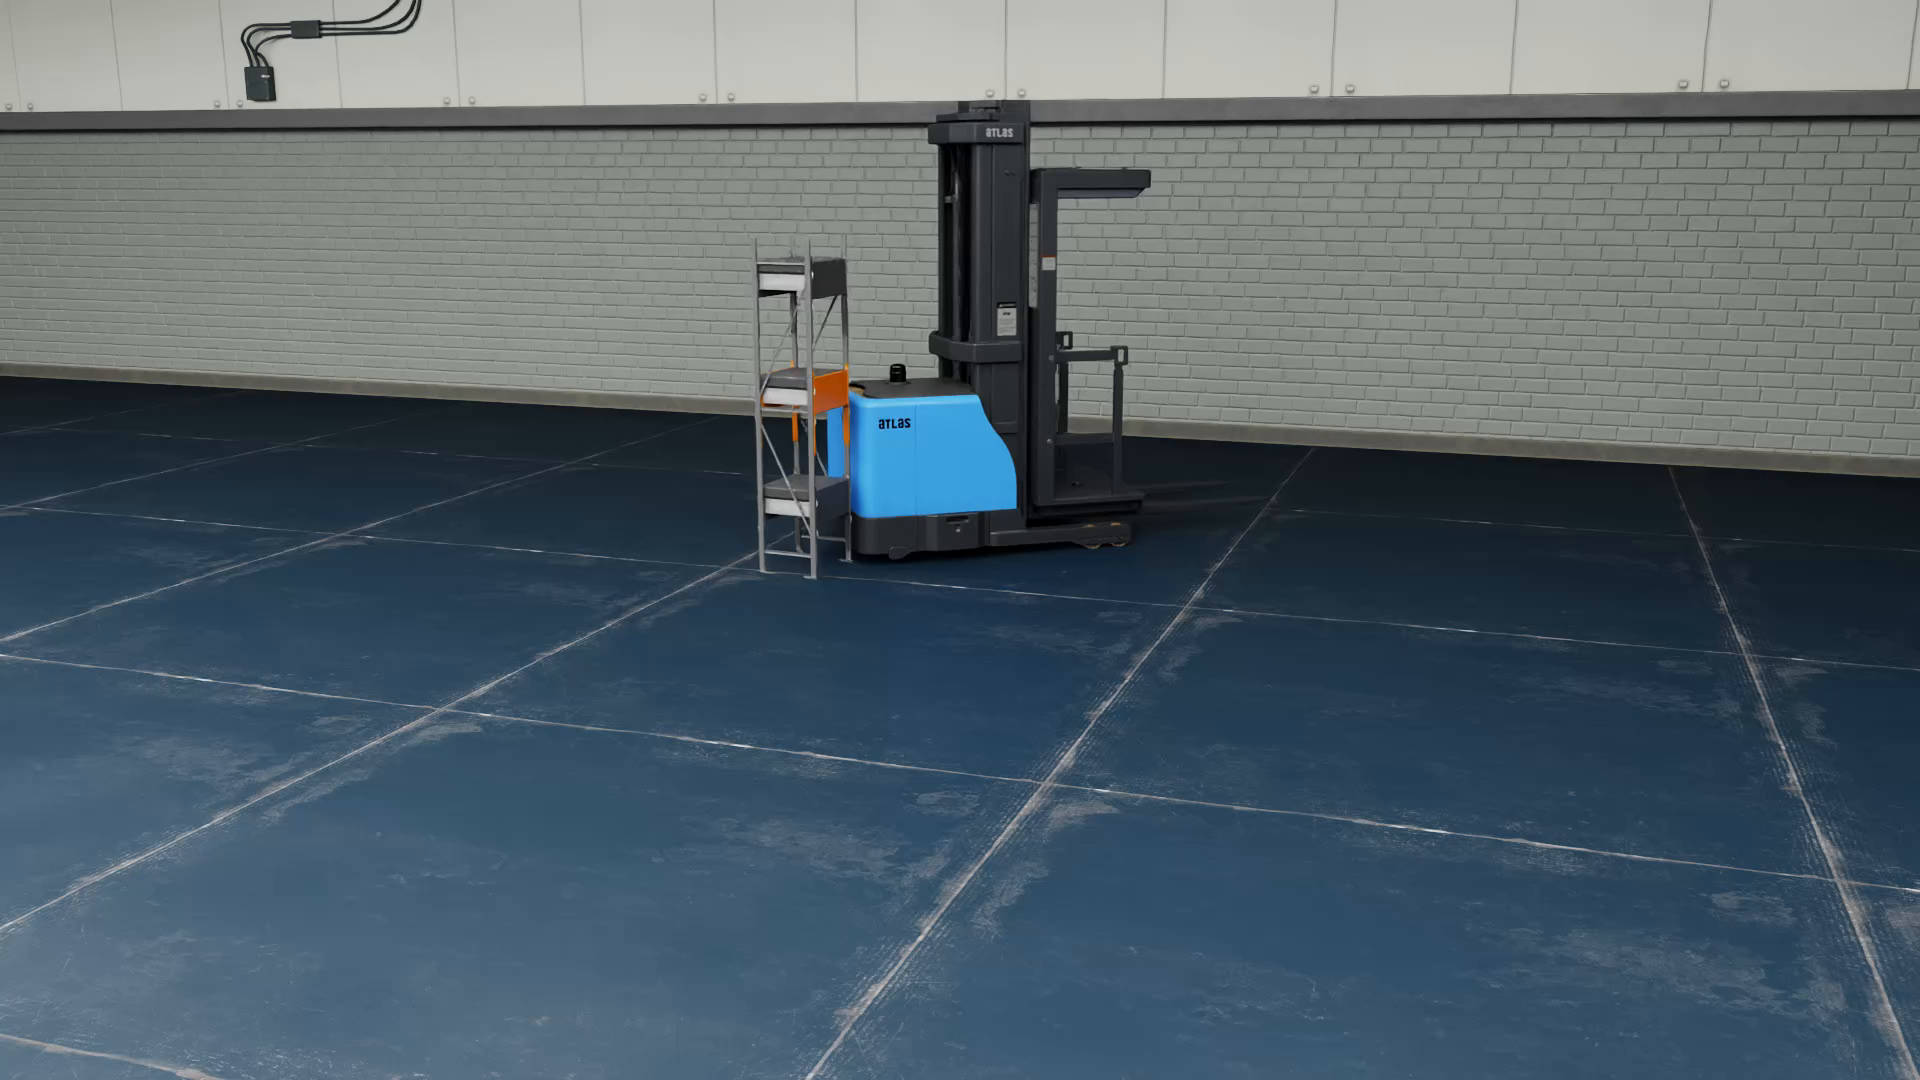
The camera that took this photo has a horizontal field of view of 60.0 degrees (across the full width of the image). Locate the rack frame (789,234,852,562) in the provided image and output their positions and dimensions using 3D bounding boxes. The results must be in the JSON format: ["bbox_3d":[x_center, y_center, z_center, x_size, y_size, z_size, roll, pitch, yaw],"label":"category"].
[{"bbox_3d":[-0.895,-0.897,10.701,0.400,2.100,0.015,5,14,22],"label":"rack frame"}]

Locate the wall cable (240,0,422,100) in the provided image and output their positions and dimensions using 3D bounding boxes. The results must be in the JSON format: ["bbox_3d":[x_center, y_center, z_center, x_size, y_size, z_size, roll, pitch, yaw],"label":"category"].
[{"bbox_3d":[-6.690,-7.657,17.170,2.305,6.003,0.169,4,14,18],"label":"wall cable"}]

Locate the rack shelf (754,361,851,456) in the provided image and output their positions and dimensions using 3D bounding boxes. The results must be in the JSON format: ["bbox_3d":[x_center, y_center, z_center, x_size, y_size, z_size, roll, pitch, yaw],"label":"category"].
[{"bbox_3d":[-0.990,-0.834,10.485,0.431,0.518,0.480,5,14,22],"label":"rack shelf"}]

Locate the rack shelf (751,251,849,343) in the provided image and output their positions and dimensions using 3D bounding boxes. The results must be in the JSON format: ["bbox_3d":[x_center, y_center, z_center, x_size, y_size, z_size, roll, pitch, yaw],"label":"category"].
[{"bbox_3d":[-0.990,-1.517,10.329,0.431,0.518,0.480,5,14,22],"label":"rack shelf"}]

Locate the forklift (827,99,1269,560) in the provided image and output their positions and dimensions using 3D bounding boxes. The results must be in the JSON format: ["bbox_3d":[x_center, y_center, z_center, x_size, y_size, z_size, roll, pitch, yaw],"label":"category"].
[{"bbox_3d":[0.649,-1.473,11.353,3.031,2.935,1.130,-4,13,-17],"label":"forklift"}]

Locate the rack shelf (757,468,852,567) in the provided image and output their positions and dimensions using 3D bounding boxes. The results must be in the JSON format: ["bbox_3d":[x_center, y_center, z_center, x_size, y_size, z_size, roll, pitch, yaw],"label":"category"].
[{"bbox_3d":[-0.990,-0.152,10.641,0.431,0.518,0.480,5,14,22],"label":"rack shelf"}]

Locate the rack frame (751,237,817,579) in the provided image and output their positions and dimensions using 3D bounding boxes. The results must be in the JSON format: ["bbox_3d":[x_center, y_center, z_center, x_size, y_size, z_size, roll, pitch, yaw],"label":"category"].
[{"bbox_3d":[-1.084,-0.797,10.263,0.400,2.100,0.015,5,14,22],"label":"rack frame"}]

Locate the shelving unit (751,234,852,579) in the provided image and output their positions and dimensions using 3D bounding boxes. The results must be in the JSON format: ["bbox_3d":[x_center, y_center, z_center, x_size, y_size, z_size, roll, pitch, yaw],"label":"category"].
[{"bbox_3d":[-0.990,-0.847,10.482,0.431,2.100,0.503,5,14,22],"label":"shelving unit"}]
